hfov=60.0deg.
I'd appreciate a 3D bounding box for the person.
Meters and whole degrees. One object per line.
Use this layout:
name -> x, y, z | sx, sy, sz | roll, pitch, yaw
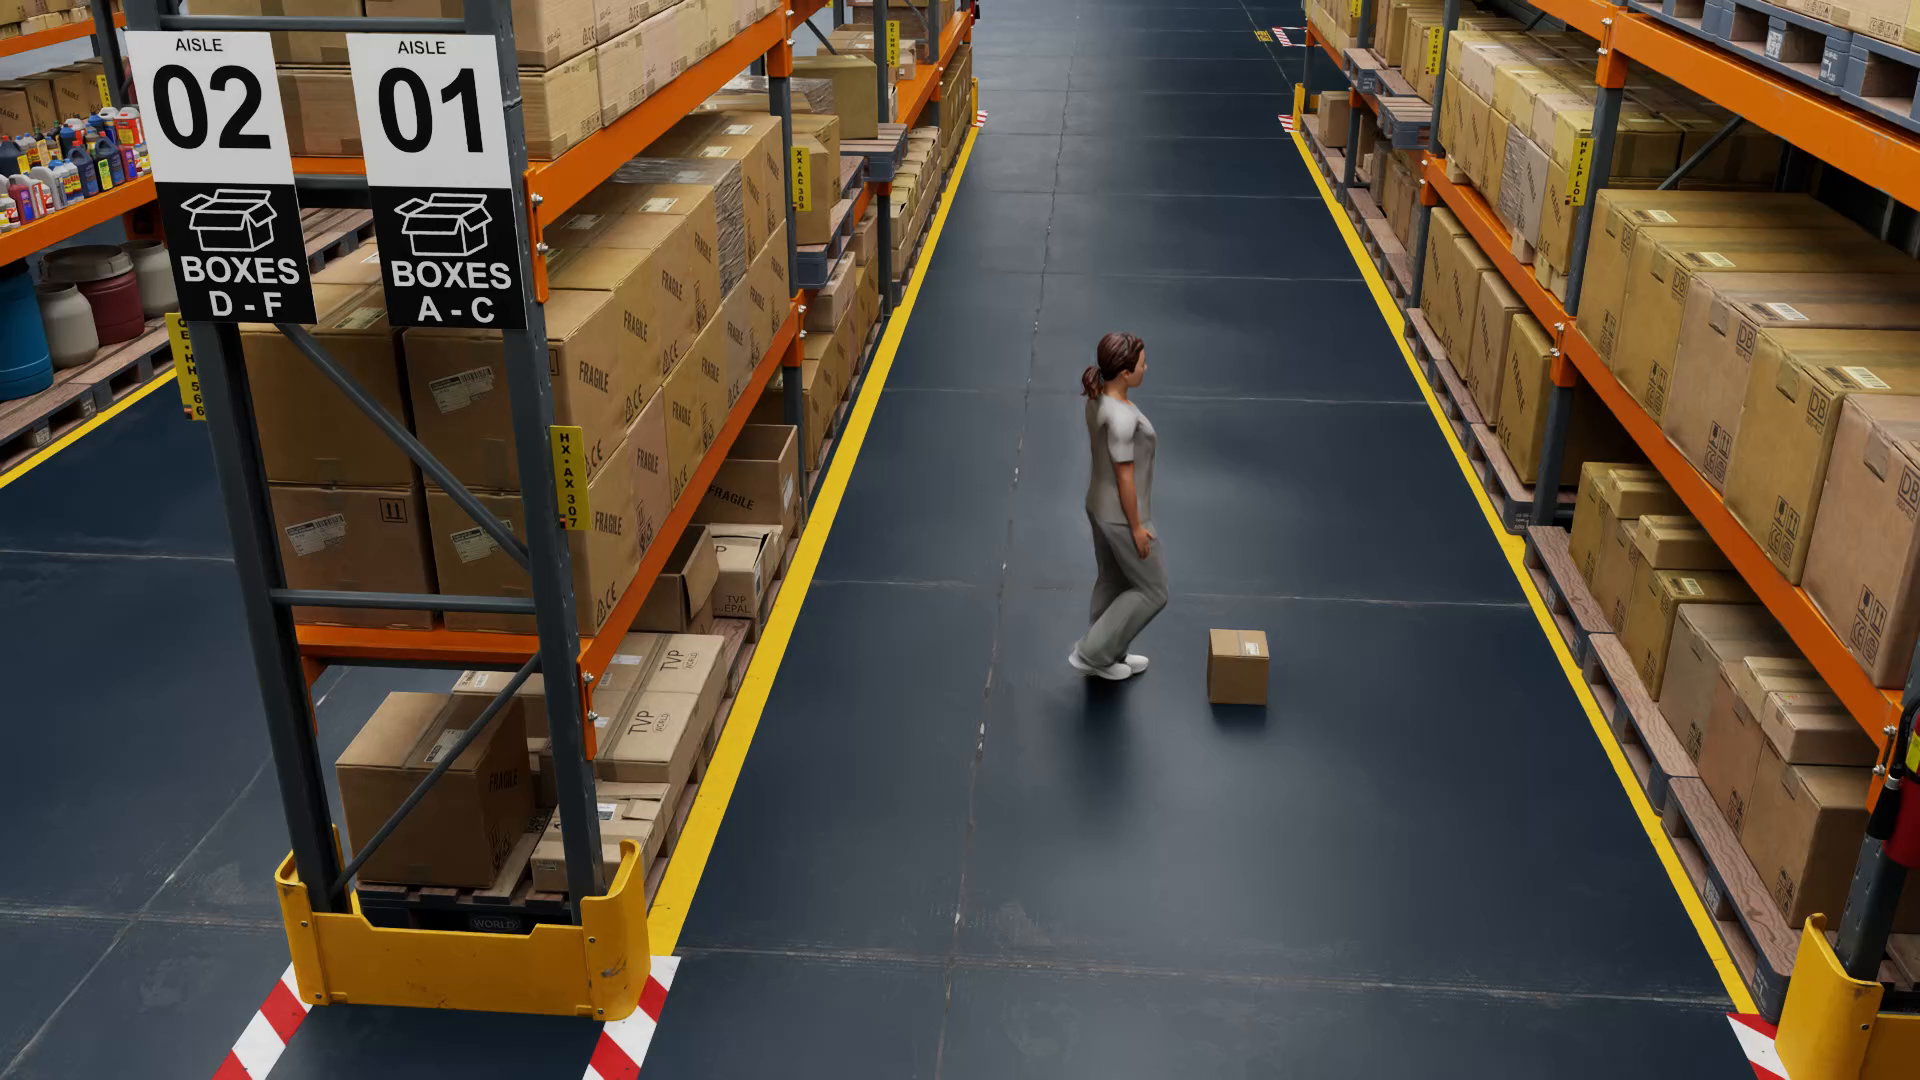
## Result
person -> 0.692, -0.108, 7.306 | 0.431, 1.677, 0.465 | -4, 25, -9
